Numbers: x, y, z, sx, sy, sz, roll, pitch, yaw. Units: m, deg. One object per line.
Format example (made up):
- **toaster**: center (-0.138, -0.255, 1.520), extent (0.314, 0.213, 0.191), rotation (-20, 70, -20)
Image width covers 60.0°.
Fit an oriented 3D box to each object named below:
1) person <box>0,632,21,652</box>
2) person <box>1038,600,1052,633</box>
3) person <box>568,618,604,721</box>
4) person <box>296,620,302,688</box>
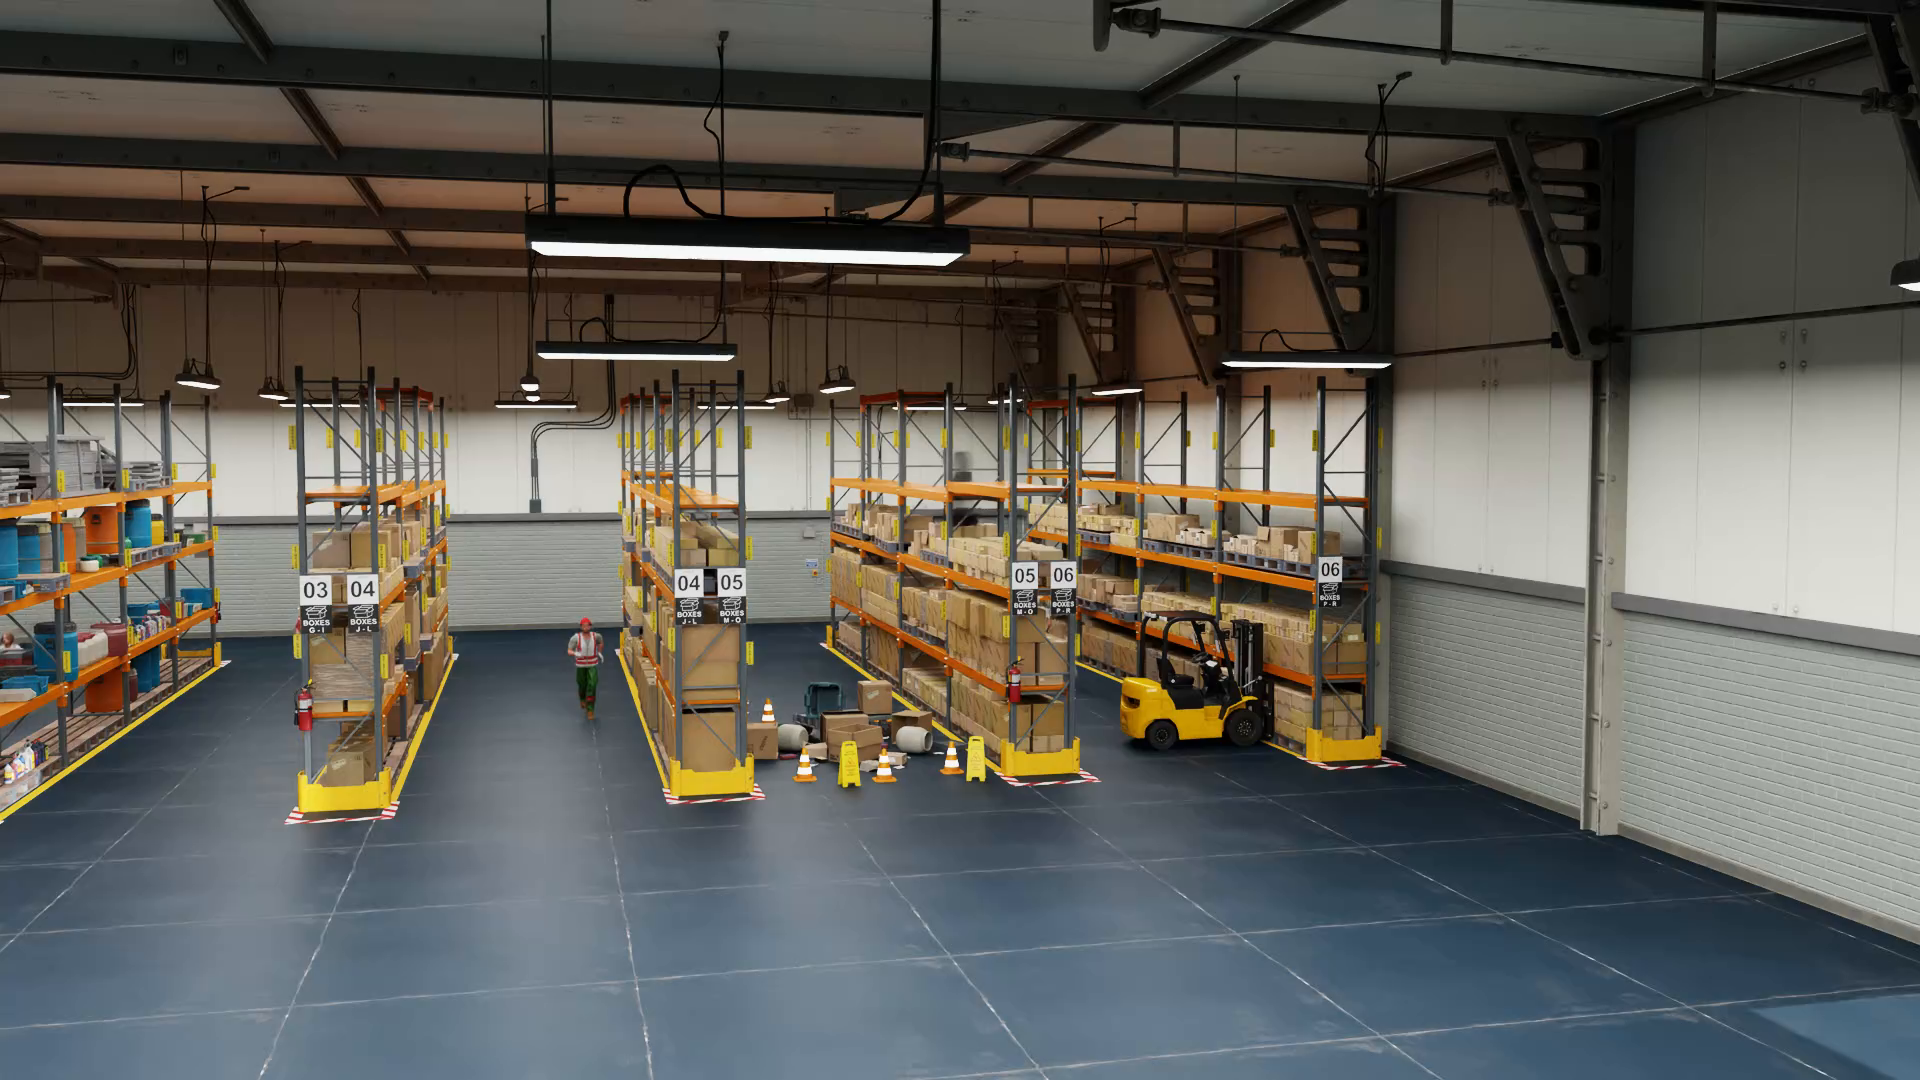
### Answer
- **person**: center (-16.884, 2.435, 29.614), extent (0.525, 1.611, 0.807), rotation (-1, 3, -11)
- **person**: center (1.609, 2.049, 34.834), extent (0.636, 1.764, 0.907), rotation (-2, 4, -28)
- **person**: center (-6.777, 2.307, 30.164), extent (0.654, 1.811, 0.991), rotation (-1, 4, -17)
- **person**: center (-13.061, 2.166, 33.447), extent (0.633, 1.741, 0.691), rotation (-1, 3, -12)
